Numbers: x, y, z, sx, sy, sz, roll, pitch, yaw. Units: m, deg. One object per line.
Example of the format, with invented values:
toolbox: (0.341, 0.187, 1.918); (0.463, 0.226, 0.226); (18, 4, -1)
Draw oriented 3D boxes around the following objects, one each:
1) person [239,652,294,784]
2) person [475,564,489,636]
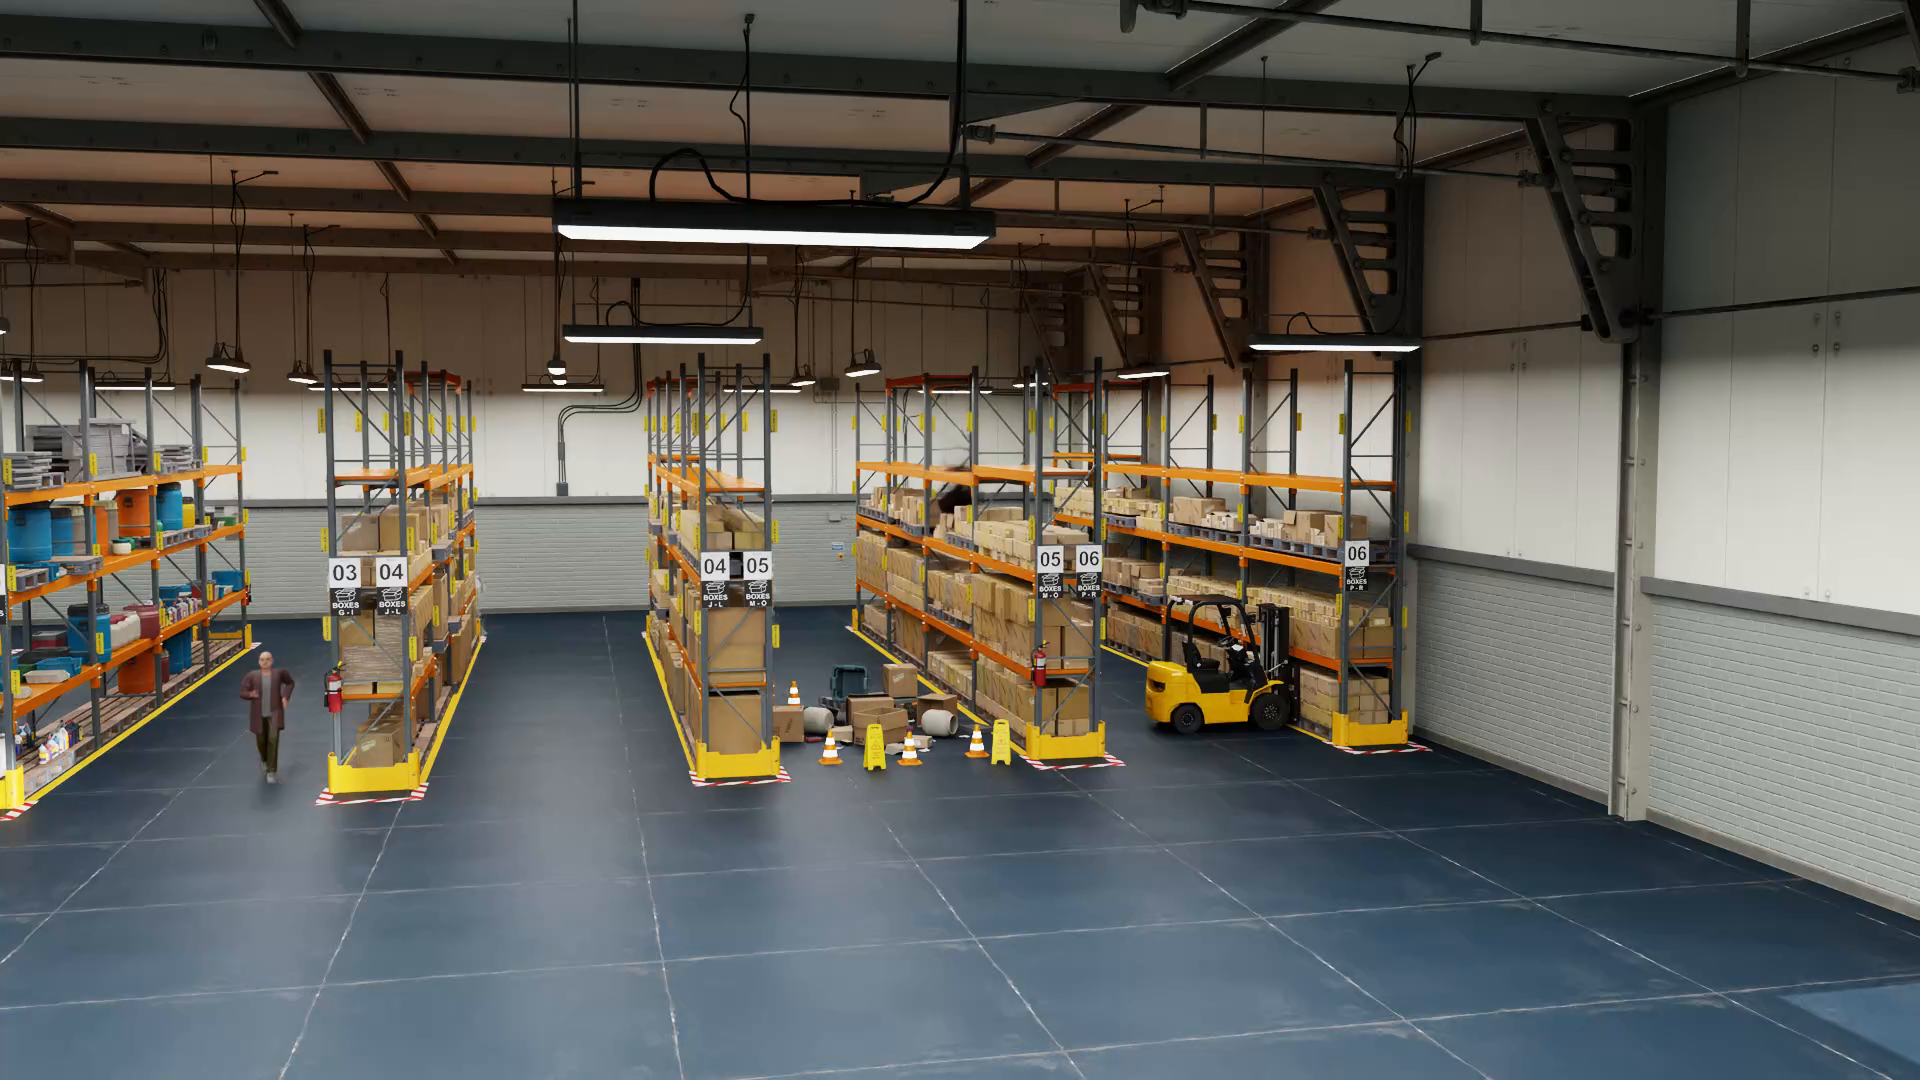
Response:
person: (-9.730, 2.455, 23.345); (0.709, 1.777, 1.014); (-1, 4, -18)
person: (-11.596, 1.412, 39.491); (0.854, 1.719, 0.623); (2, 4, 23)
